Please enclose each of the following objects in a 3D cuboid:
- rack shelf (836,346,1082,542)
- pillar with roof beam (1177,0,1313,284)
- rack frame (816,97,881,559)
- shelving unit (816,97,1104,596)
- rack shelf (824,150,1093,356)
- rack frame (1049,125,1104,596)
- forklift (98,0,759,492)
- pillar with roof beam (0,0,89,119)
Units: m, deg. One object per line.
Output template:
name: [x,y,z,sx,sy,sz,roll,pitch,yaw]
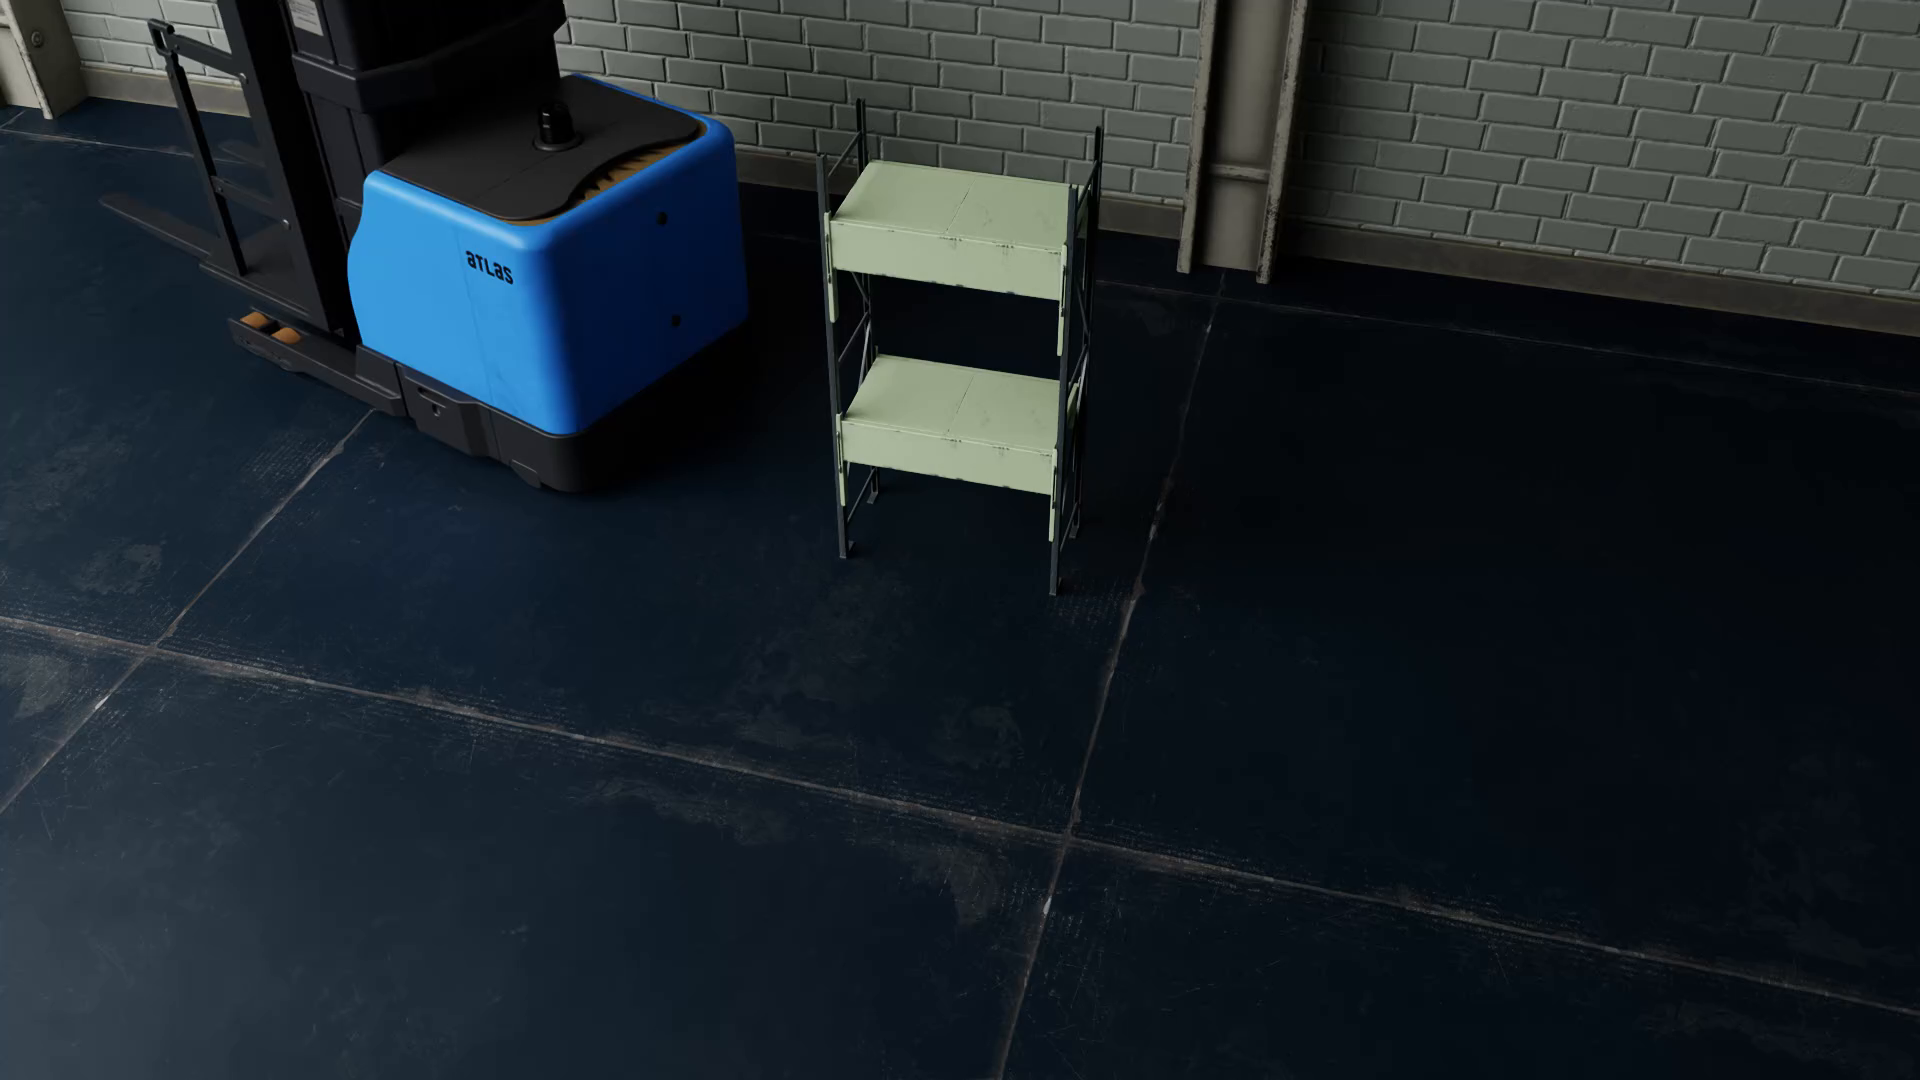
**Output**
rack shelf: [0.006,-0.324,5.476,0.720,0.370,0.431,10,41,11]
pillar with roof beam: [0.046,-1.983,1.114,0.400,9.000,9.100,10,41,11]
rack frame: [-0.347,-0.634,5.339,0.023,1.500,0.400,10,41,11]
shelving unit: [0.006,-0.573,5.266,0.755,1.500,0.431,10,41,11]
rack shelf: [0.006,-0.872,5.015,0.720,0.370,0.431,10,41,11]
rack frame: [0.360,-0.512,5.194,0.023,1.500,0.400,10,41,11]
forklift: [-2.278,-2.041,5.901,3.031,2.935,1.130,24,46,26]
pillar with roof beam: [-5.750,-2.981,2.302,0.400,9.000,9.100,10,41,11]
